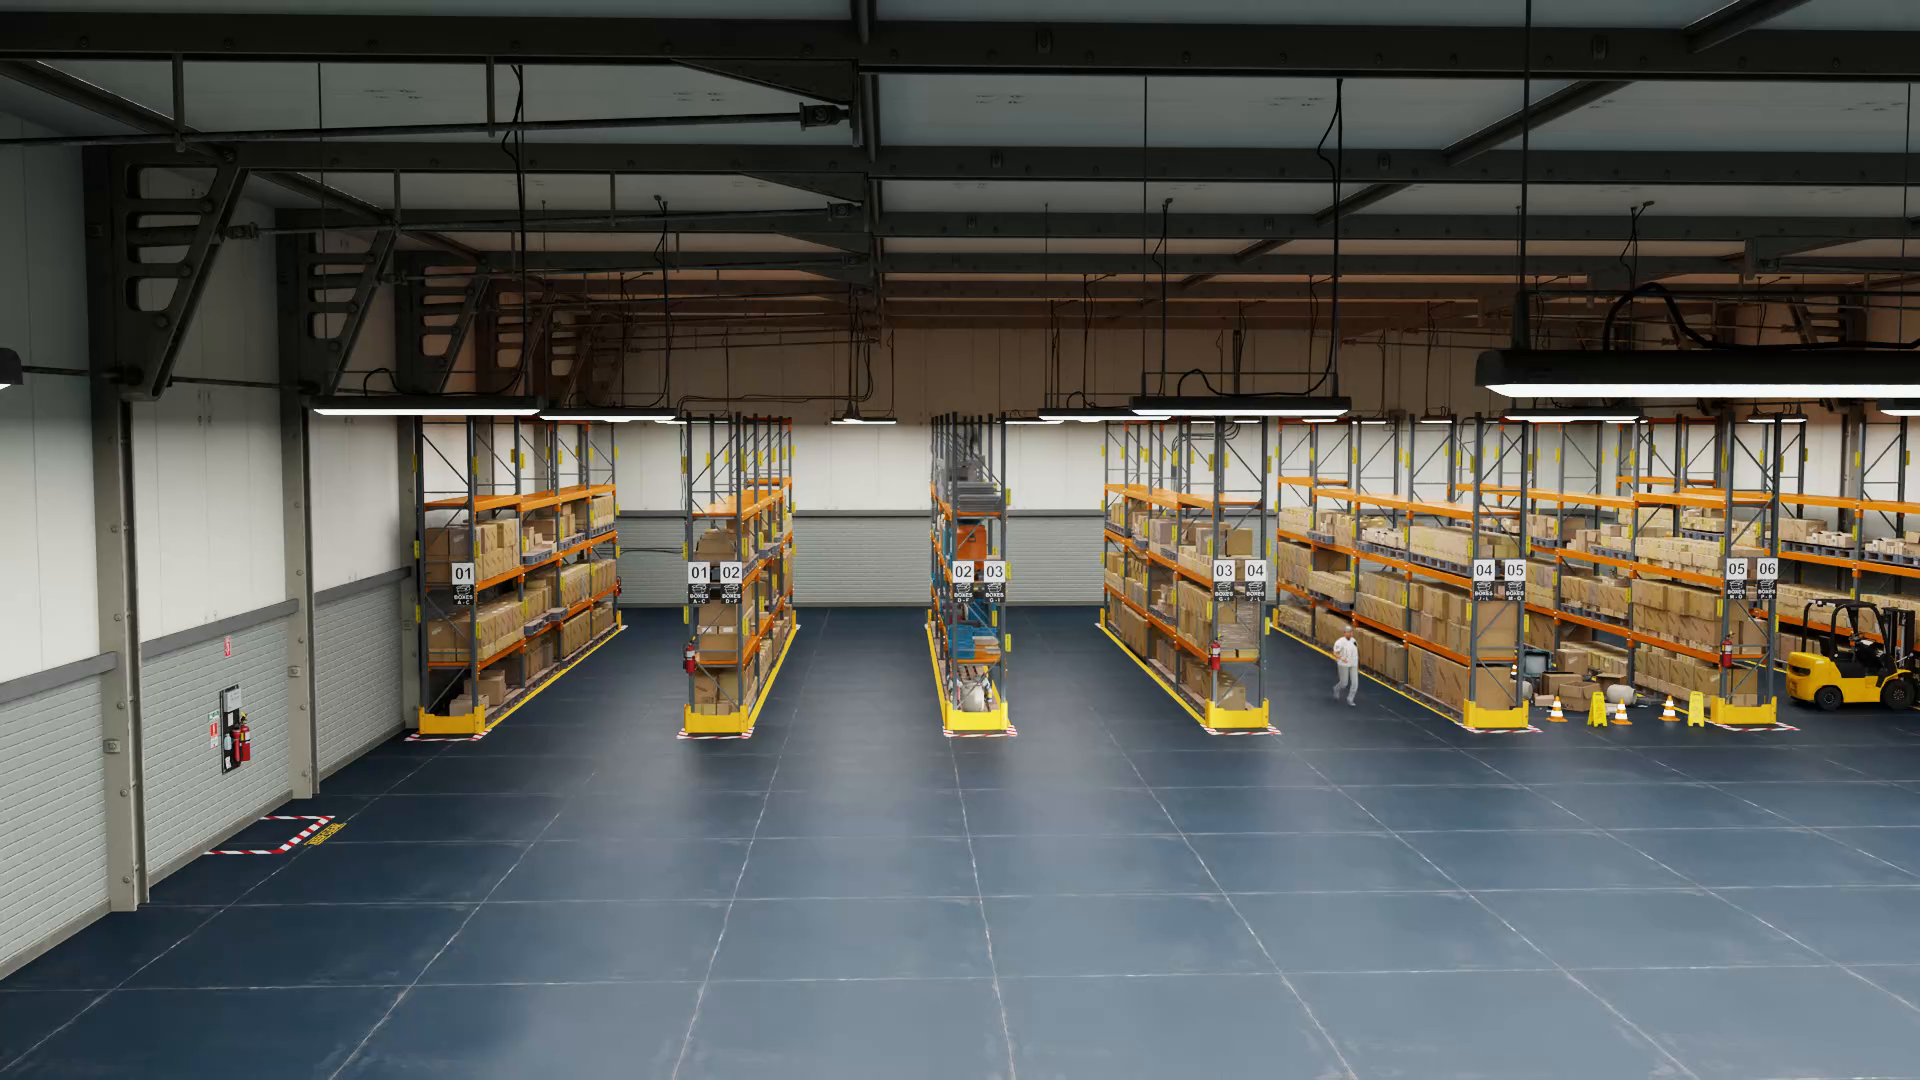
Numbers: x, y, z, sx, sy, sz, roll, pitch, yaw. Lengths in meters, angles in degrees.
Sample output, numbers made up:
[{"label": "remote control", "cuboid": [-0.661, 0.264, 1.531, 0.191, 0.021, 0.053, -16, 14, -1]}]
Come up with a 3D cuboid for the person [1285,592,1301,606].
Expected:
[{"label": "person", "cuboid": [9.860, 1.537, 49.034, 0.758, 1.726, 0.661, 2, 4, 28]}]

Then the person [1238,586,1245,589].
[{"label": "person", "cuboid": [7.900, 1.705, 45.836, 0.693, 1.796, 0.921, 0, 4, 2]}]

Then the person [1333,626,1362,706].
[{"label": "person", "cuboid": [7.986, 2.581, 34.281, 0.610, 1.618, 0.632, -1, 4, -14]}]
